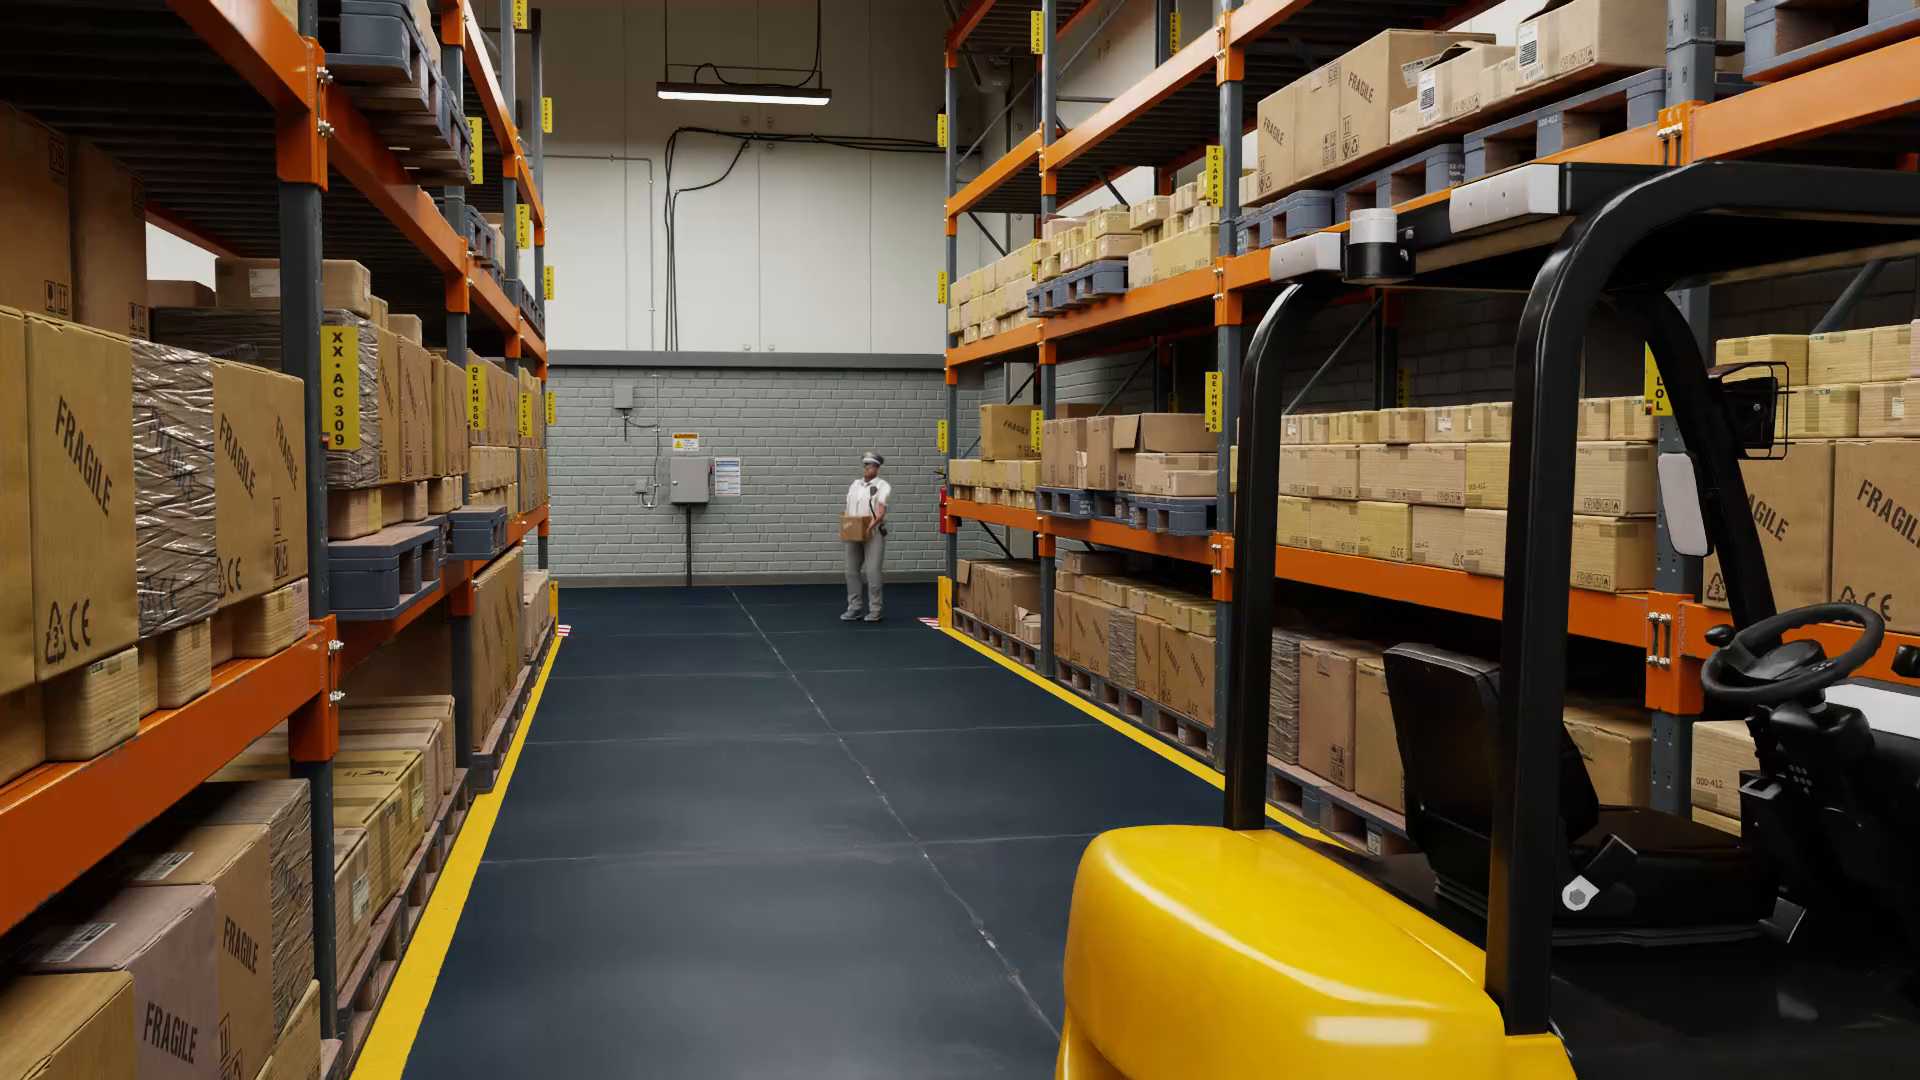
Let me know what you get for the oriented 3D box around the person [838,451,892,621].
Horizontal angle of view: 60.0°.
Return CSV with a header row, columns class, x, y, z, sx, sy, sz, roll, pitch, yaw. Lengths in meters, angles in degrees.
class,x,y,z,sx,sy,sz,roll,pitch,yaw
person,-1.011,-0.041,17.510,0.503,1.780,0.548,2,3,29
